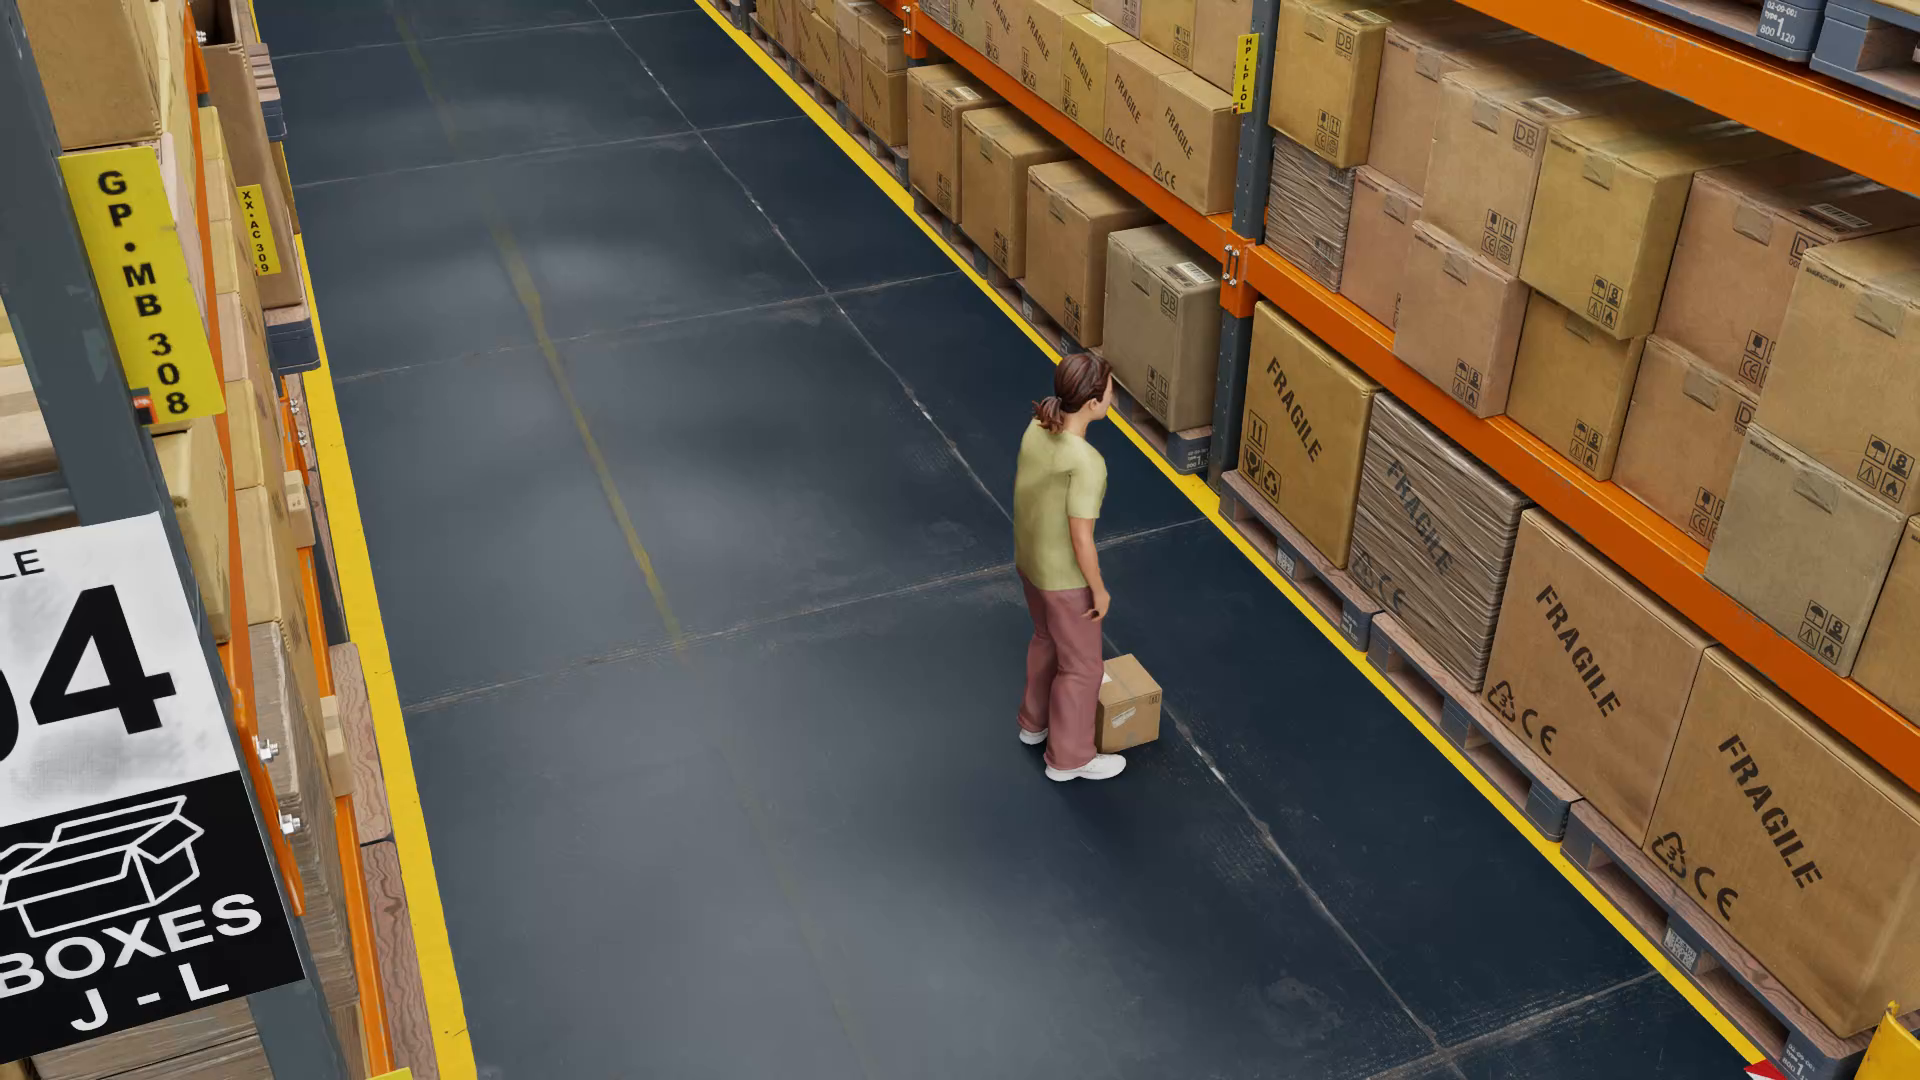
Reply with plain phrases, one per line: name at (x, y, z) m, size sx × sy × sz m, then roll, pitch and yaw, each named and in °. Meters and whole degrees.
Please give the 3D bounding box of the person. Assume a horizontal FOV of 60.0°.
person at (0.384, 0.099, 5.993) m, size 0.358 × 1.673 × 0.518 m, roll -15°, pitch 36°, yaw -21°
